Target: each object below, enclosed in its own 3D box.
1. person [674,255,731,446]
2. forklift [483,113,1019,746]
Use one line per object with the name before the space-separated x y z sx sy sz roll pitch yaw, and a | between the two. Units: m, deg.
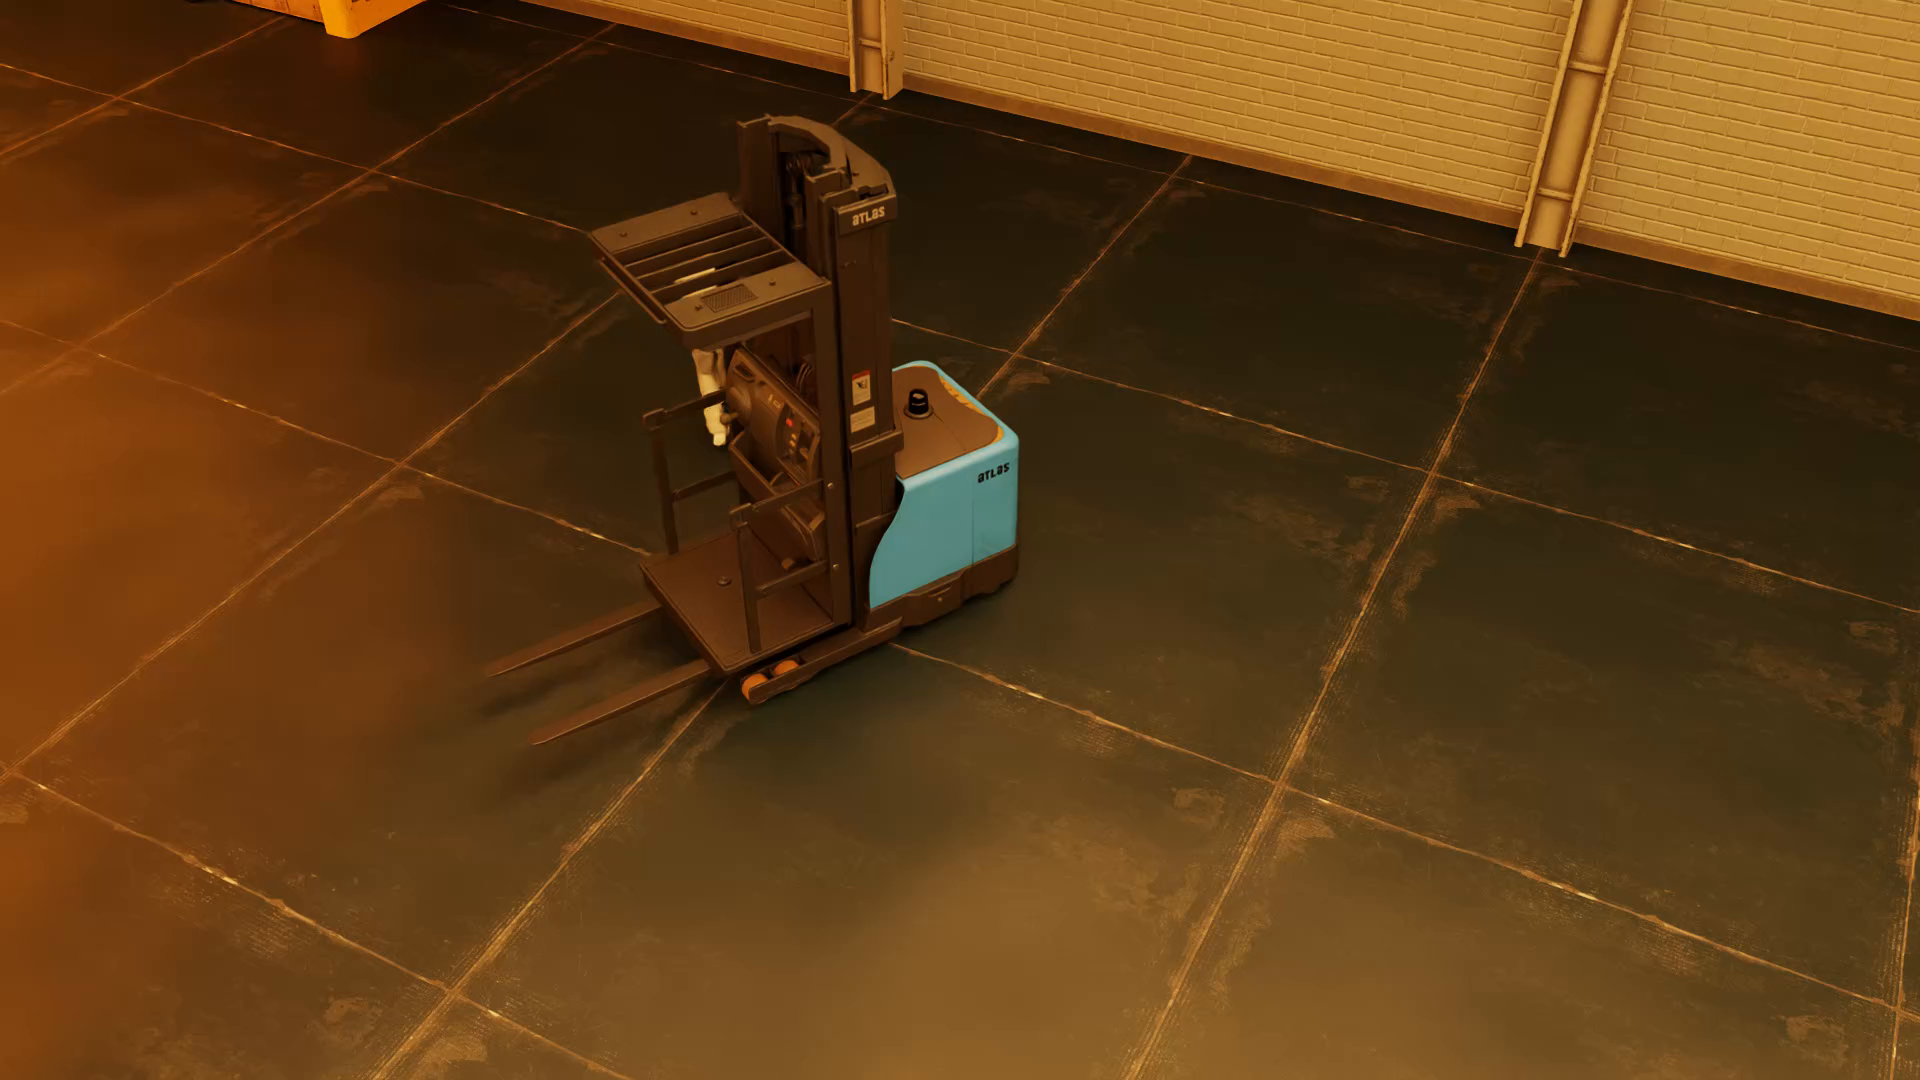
person | -1.494 -1.389 10.739 0.704 1.549 0.782 6 41 7
forklift | -1.161 -0.606 8.706 3.031 2.935 1.130 -23 45 -25
